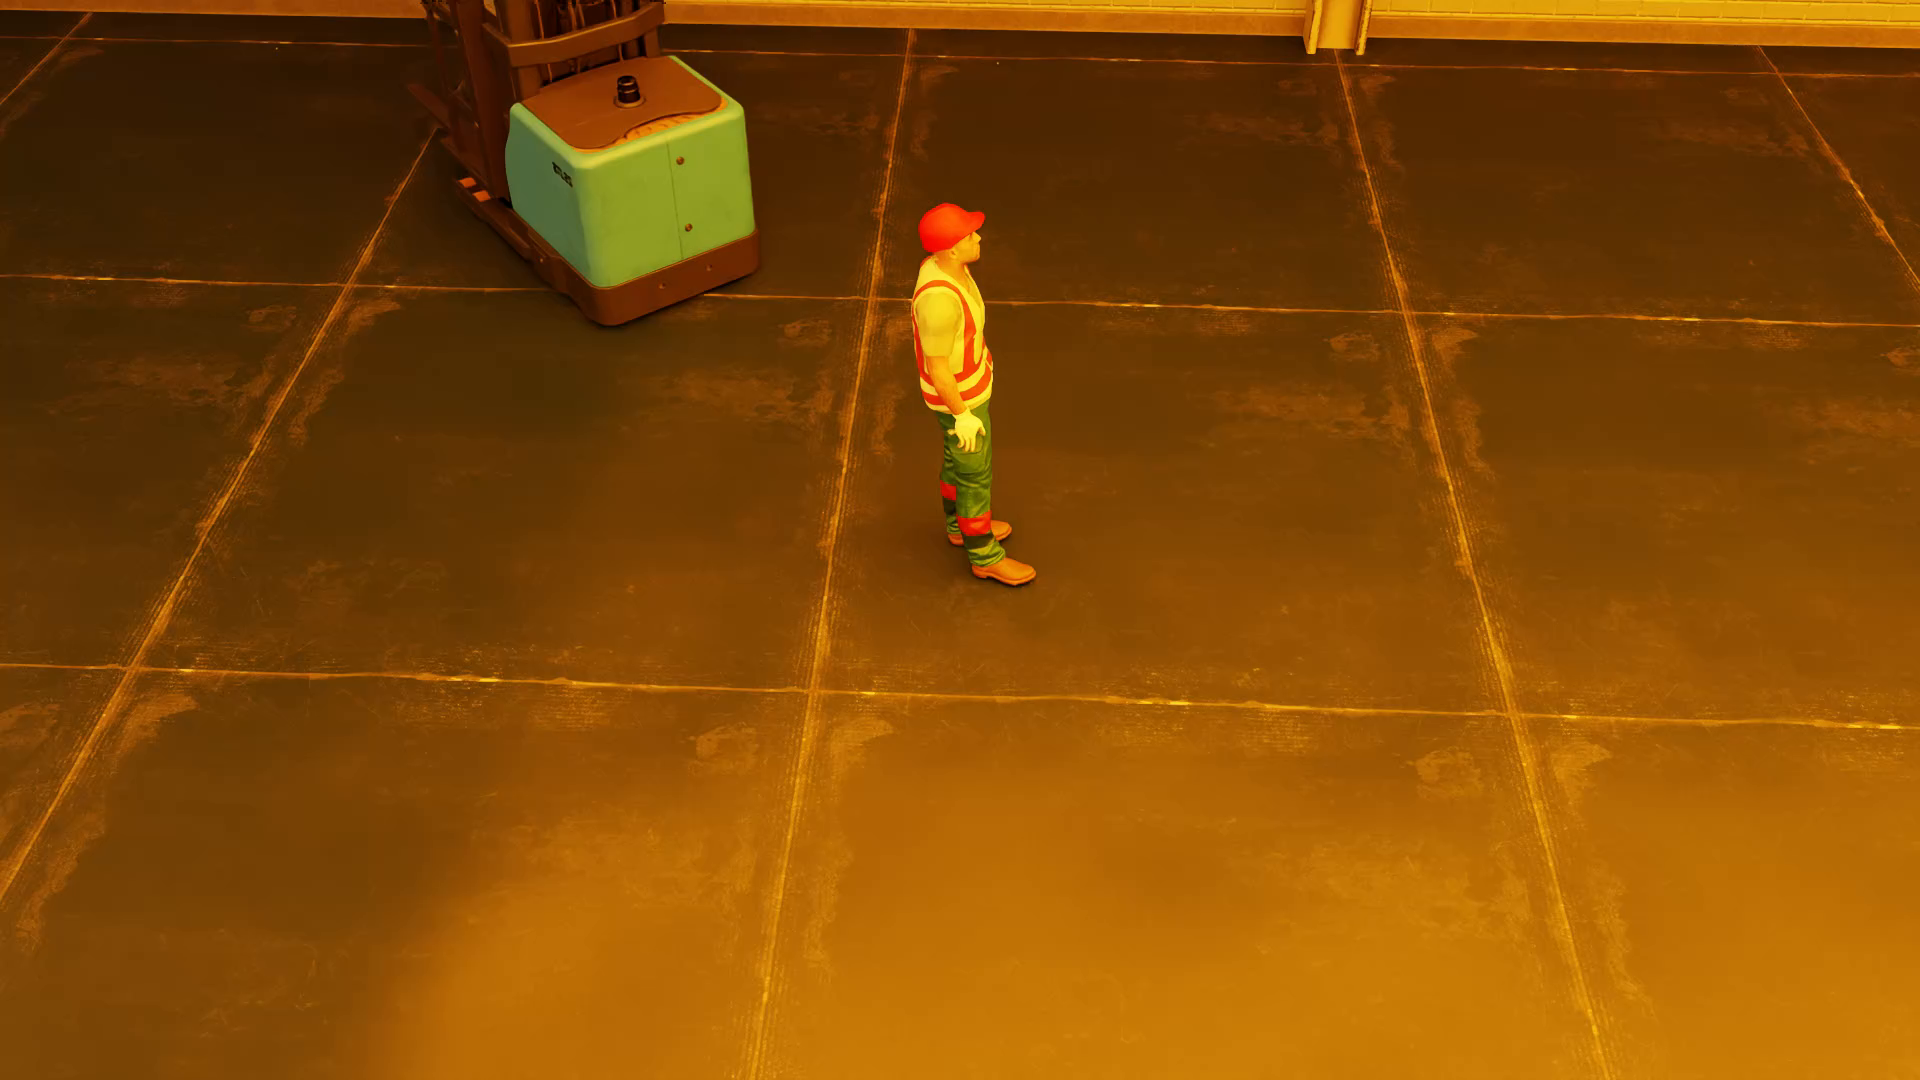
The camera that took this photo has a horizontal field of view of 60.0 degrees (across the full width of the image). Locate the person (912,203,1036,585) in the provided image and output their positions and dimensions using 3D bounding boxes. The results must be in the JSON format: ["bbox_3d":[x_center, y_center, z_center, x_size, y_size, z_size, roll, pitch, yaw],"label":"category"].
[{"bbox_3d":[0.080,-0.656,7.298,0.562,1.789,0.638,2,42,2],"label":"person"}]

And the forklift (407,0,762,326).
[{"bbox_3d":[-2.425,-3.200,9.247,1.130,2.935,3.031,-27,49,-26],"label":"forklift"}]
